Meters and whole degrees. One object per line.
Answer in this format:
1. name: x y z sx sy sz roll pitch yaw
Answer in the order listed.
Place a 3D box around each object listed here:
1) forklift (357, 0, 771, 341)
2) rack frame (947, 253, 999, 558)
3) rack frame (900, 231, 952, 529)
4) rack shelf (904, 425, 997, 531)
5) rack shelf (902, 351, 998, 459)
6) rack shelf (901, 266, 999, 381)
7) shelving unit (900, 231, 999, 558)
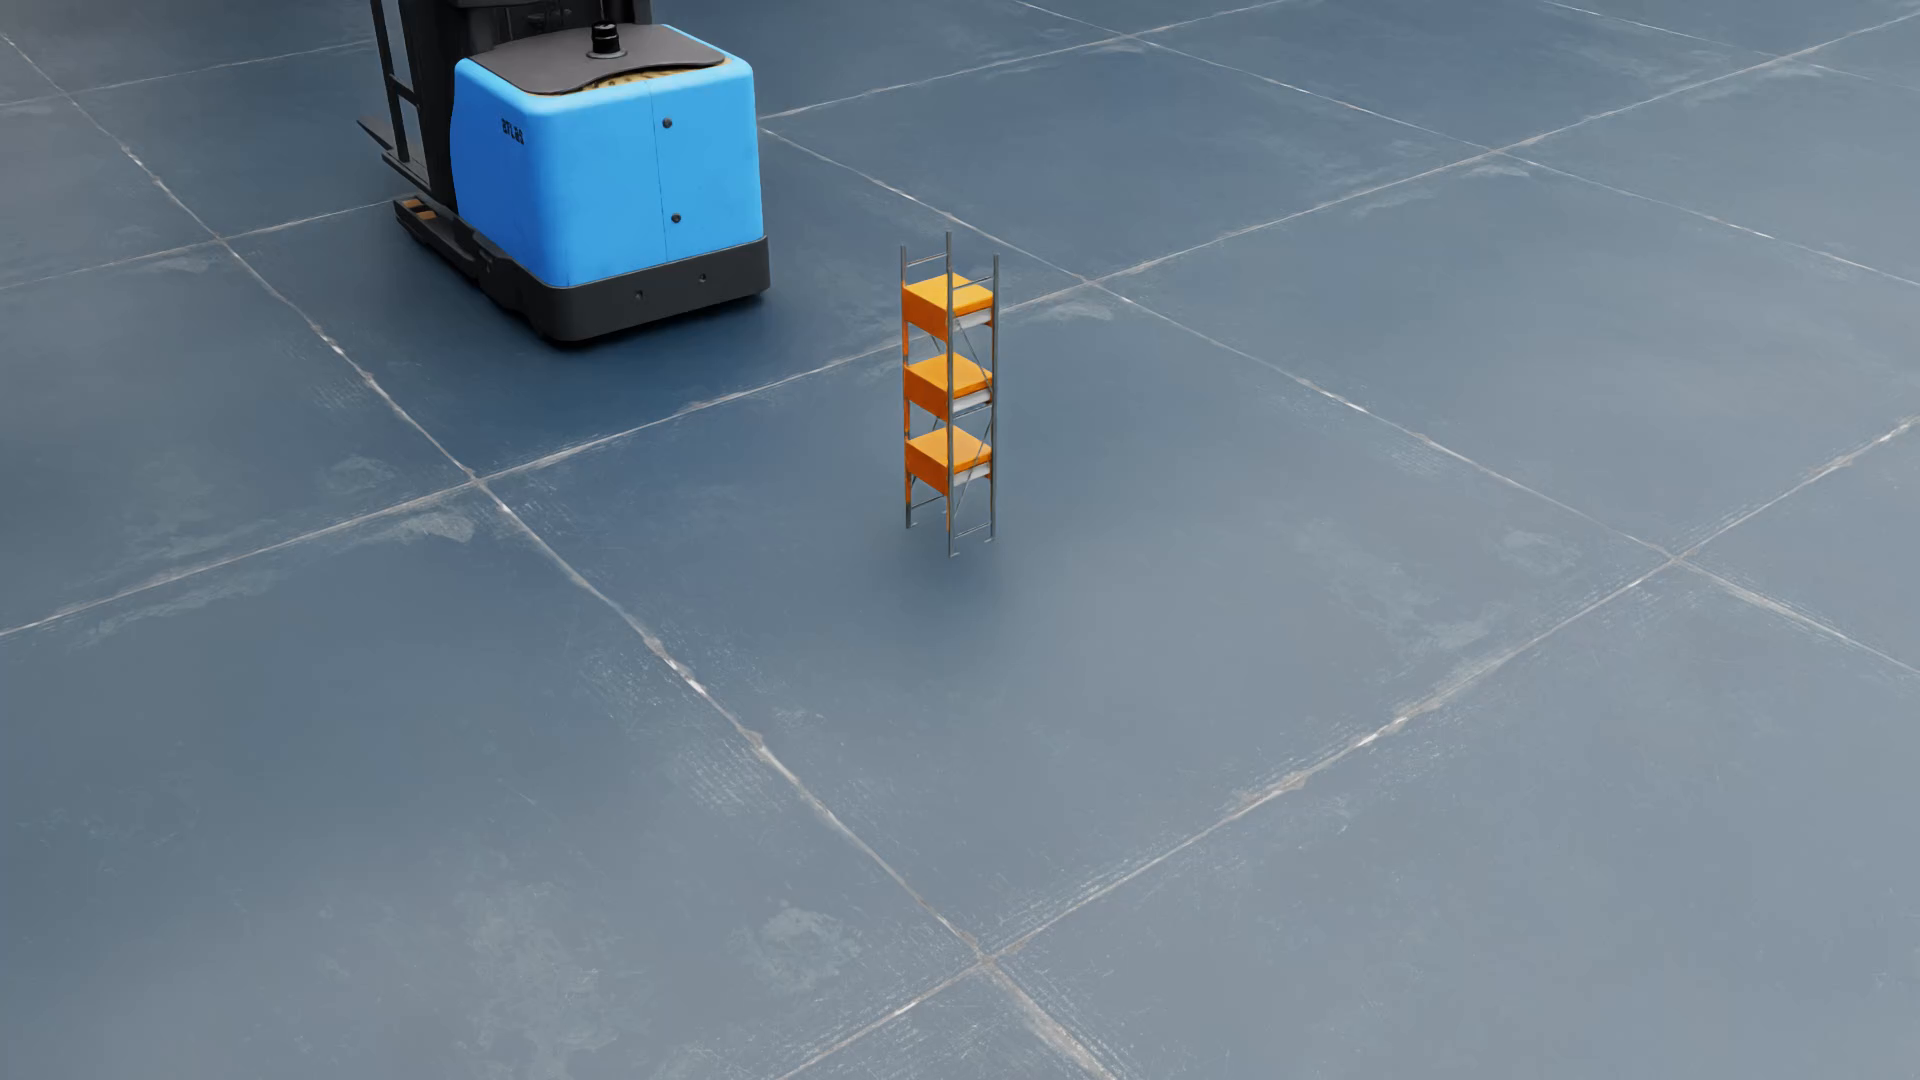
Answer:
1. forklift: -2.116 -2.802 7.483 1.130 2.935 3.031 -21 37 -30
2. rack frame: 0.042 -0.417 5.427 0.200 1.050 0.008 -22 38 -31
3. rack frame: -0.108 -0.519 5.591 0.200 1.050 0.008 -22 38 -31
4. rack shelf: -0.033 -0.223 5.661 0.215 0.259 0.240 -22 38 -31
5. rack shelf: -0.033 -0.459 5.515 0.215 0.259 0.240 -22 38 -31
6. rack shelf: -0.033 -0.700 5.365 0.215 0.259 0.240 -22 38 -31
7. shelving unit: -0.033 -0.468 5.509 0.215 1.050 0.252 -22 38 -31
